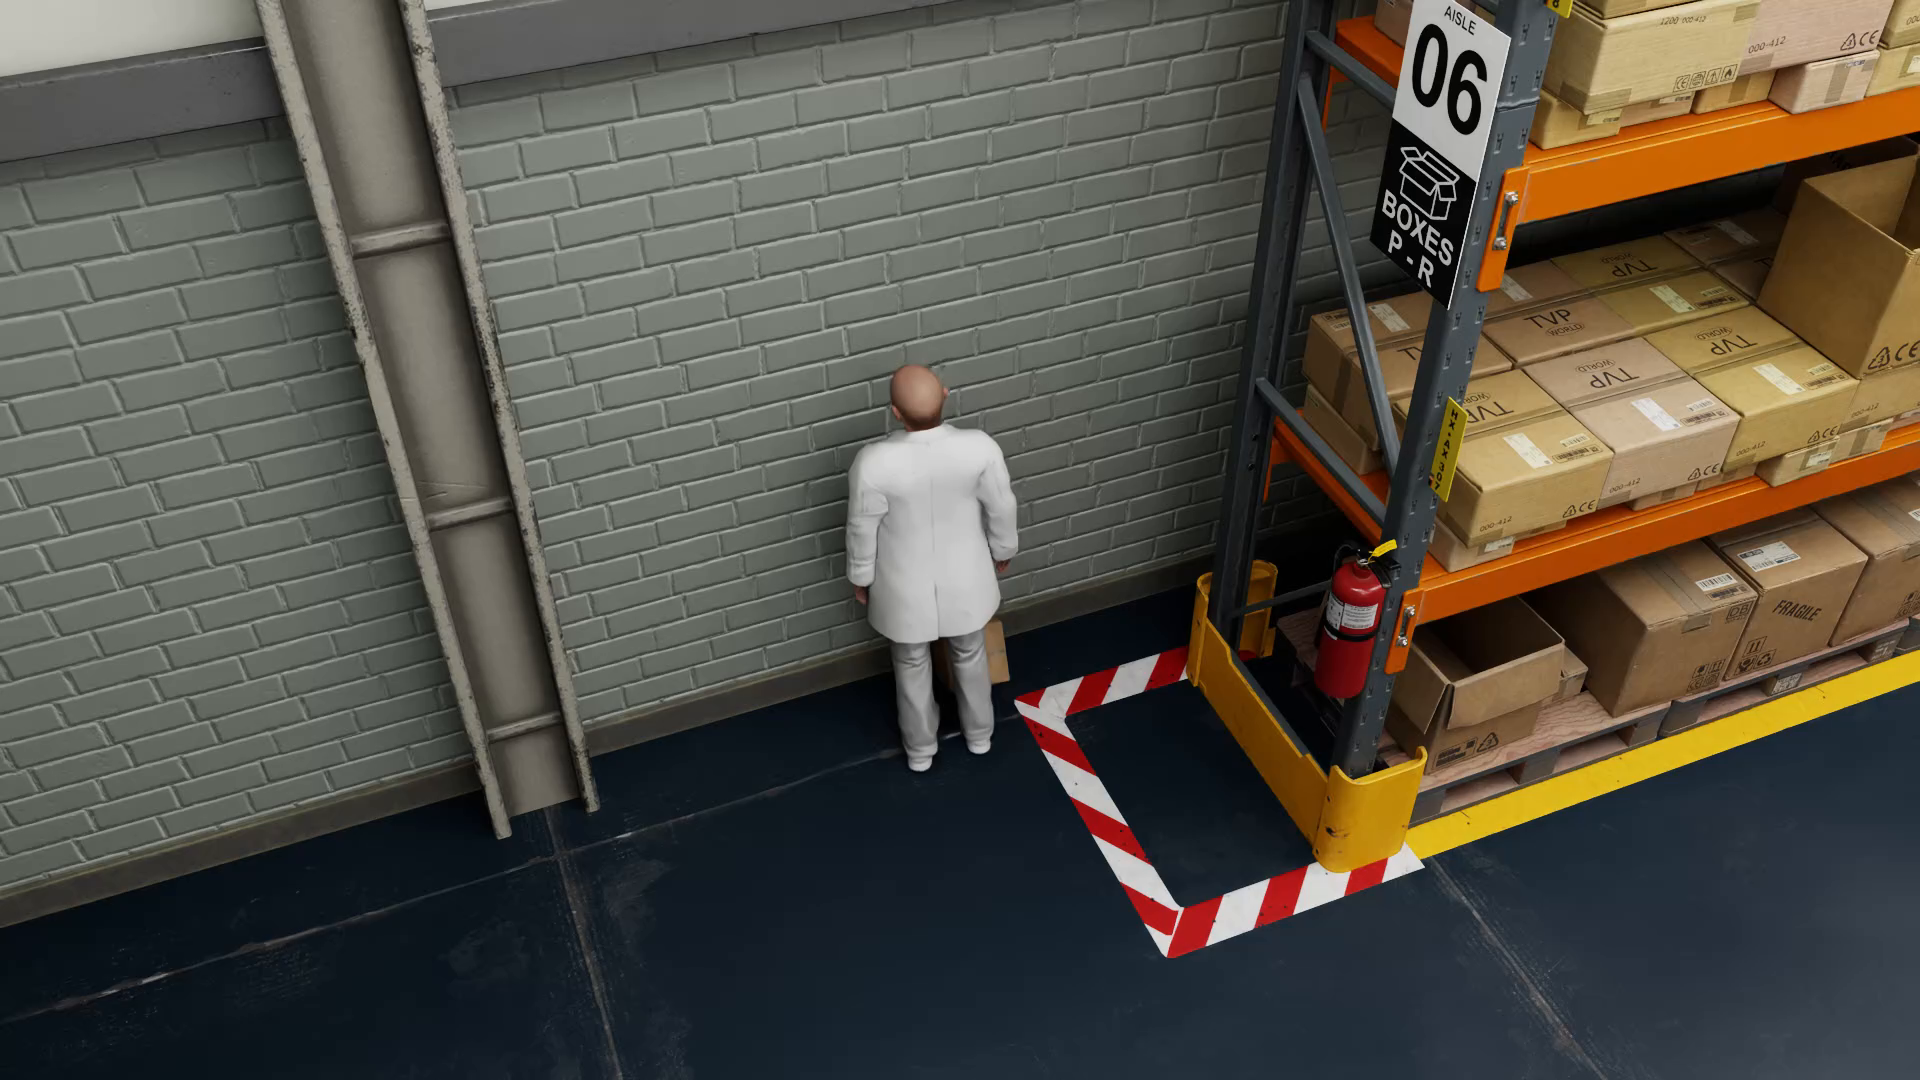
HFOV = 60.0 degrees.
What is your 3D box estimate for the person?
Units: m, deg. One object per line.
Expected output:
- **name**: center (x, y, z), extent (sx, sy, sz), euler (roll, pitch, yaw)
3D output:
- **person**: center (-0.098, 0.098, 6.035), extent (0.635, 1.786, 0.423), euler (-7, 42, -7)
